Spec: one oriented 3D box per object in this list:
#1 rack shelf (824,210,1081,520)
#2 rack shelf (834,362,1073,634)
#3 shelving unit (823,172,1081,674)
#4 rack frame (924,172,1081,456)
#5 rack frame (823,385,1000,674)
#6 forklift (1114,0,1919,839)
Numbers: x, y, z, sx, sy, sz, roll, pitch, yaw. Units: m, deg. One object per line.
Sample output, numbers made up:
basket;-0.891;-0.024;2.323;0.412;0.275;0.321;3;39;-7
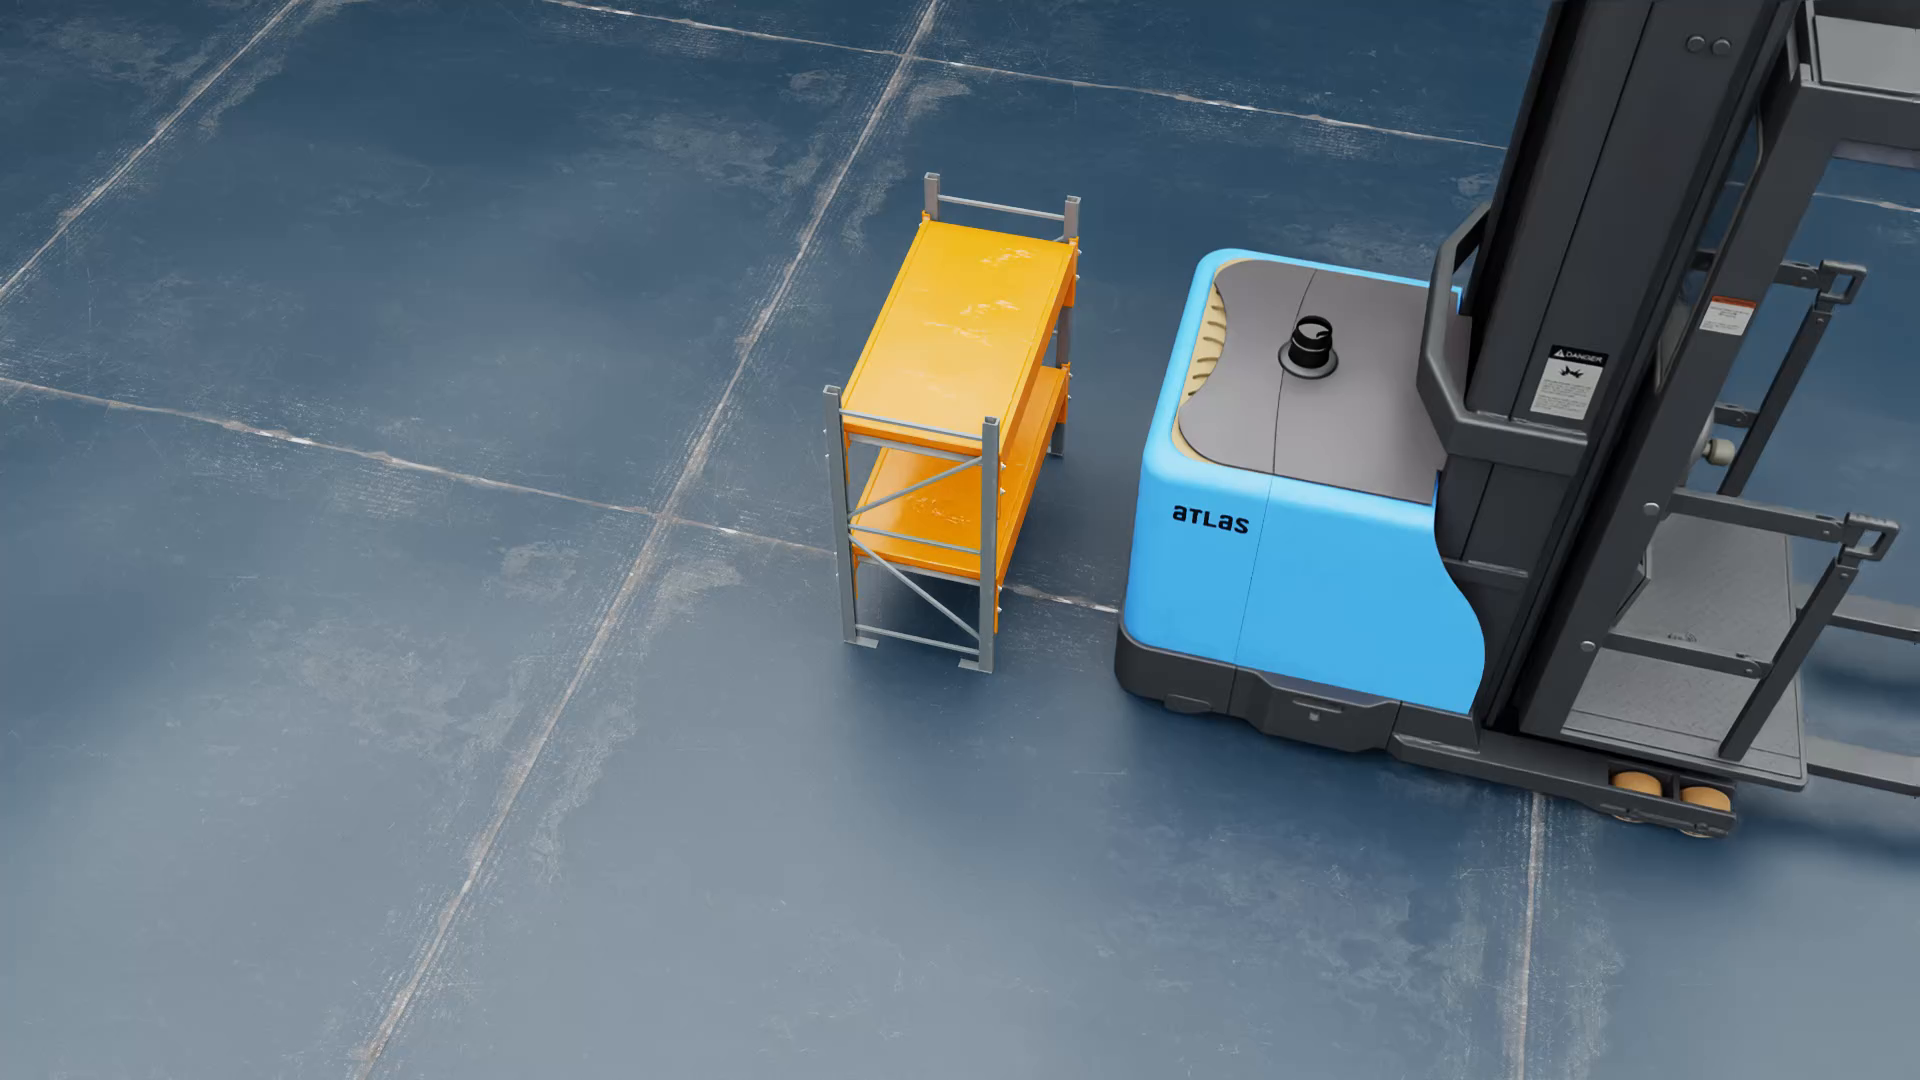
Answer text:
rack shelf;-0.002;-0.561;5.104;0.538;0.278;1.000;12;50;10
rack shelf;-0.002;-0.206;5.507;0.538;0.278;1.000;12;50;10
shelving unit;-0.002;-0.367;5.324;0.538;1.125;1.048;12;50;10
rack frame;0.132;-0.735;5.648;0.500;1.125;0.032;12;50;10
rack frame;-0.136;0.000;4.999;0.500;1.125;0.032;12;50;10
forklift;2.065;-0.529;4.262;3.031;2.935;1.130;12;50;10
